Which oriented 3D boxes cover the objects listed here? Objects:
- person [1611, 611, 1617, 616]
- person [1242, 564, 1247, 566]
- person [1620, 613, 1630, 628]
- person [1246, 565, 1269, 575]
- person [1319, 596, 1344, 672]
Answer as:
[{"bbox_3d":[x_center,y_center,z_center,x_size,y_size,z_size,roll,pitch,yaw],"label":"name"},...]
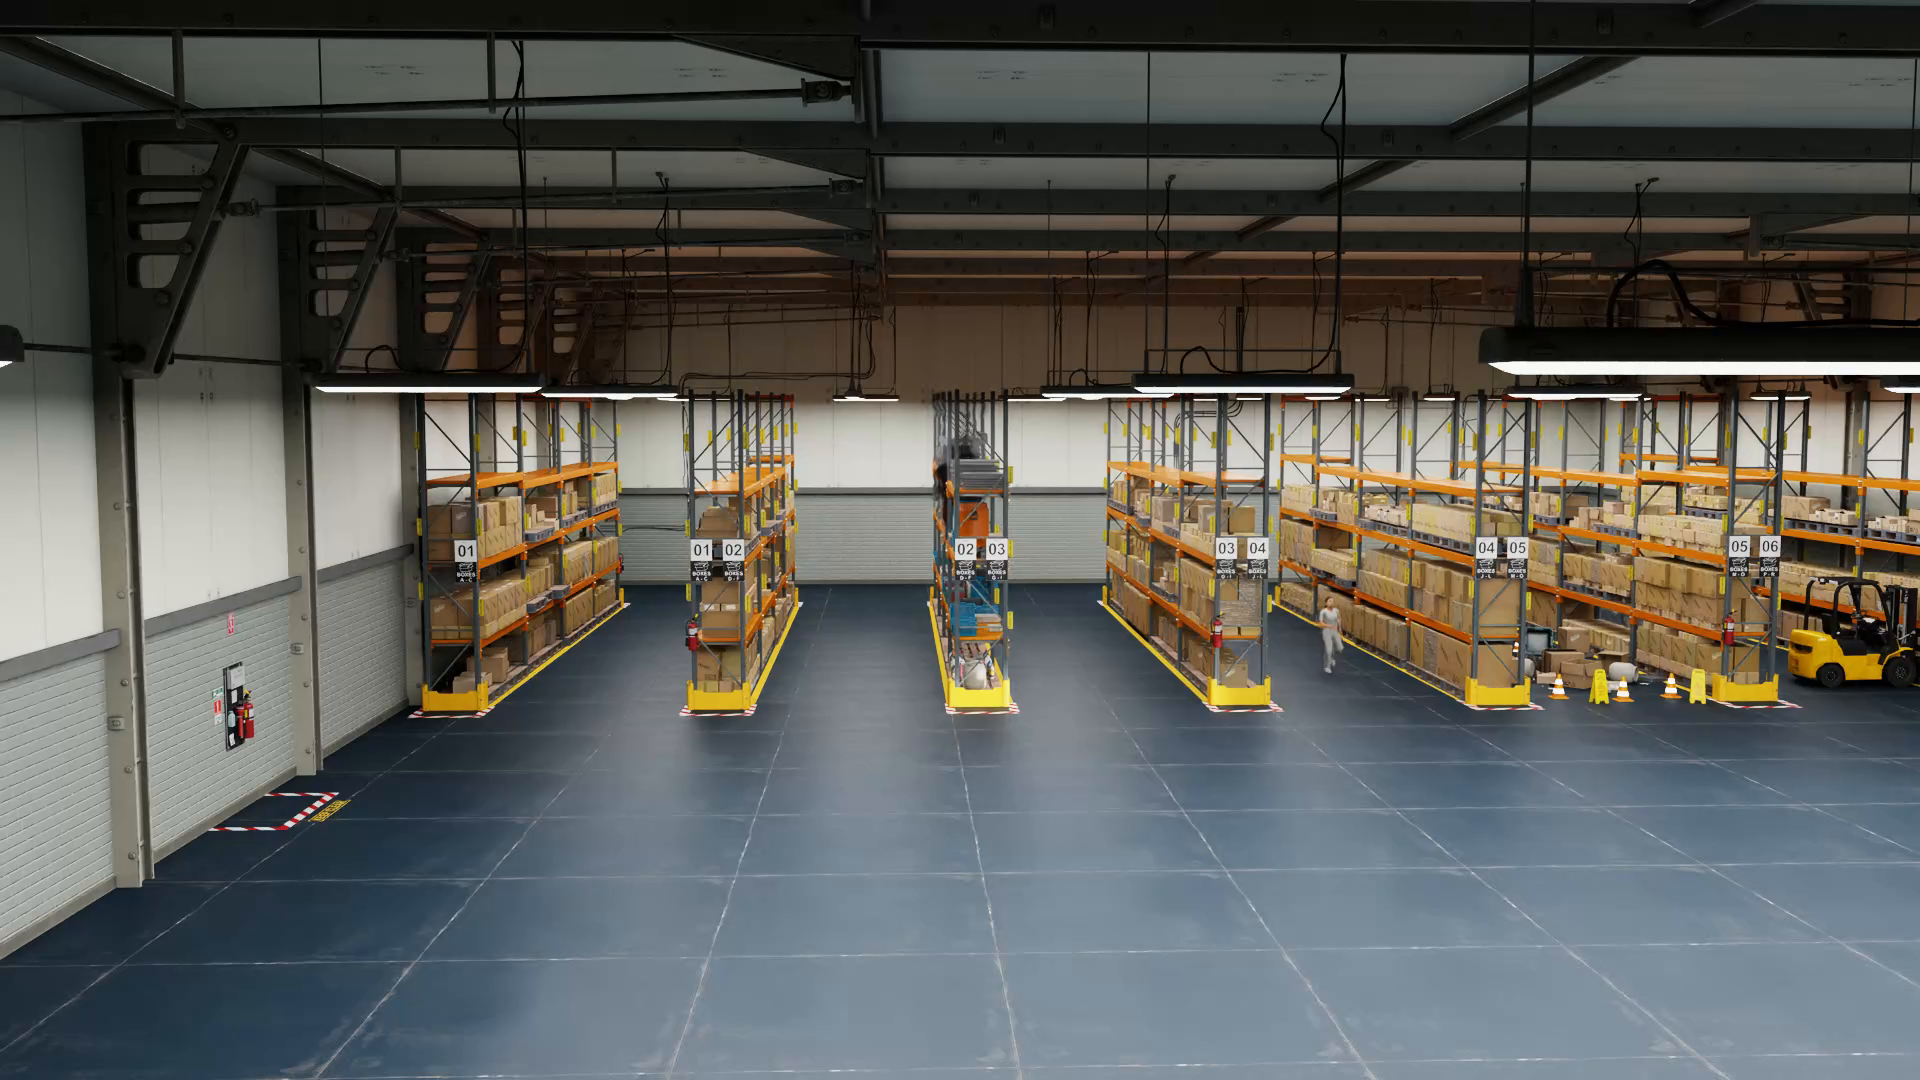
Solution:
[{"bbox_3d":[17.063,1.301,44.076,0.583,1.700,1.094,-1,5,-15],"label":"person"},{"bbox_3d":[8.005,1.092,46.215,0.684,1.755,0.677,0,5,1],"label":"person"},{"bbox_3d":[16.386,1.512,40.871,0.664,1.791,0.883,-1,5,-11],"label":"person"},{"bbox_3d":[8.076,1.199,45.398,0.698,1.695,0.859,-1,5,-9],"label":"person"},{"bbox_3d":[7.958,2.020,35.556,0.572,1.633,0.578,-1,5,-16],"label":"person"}]
